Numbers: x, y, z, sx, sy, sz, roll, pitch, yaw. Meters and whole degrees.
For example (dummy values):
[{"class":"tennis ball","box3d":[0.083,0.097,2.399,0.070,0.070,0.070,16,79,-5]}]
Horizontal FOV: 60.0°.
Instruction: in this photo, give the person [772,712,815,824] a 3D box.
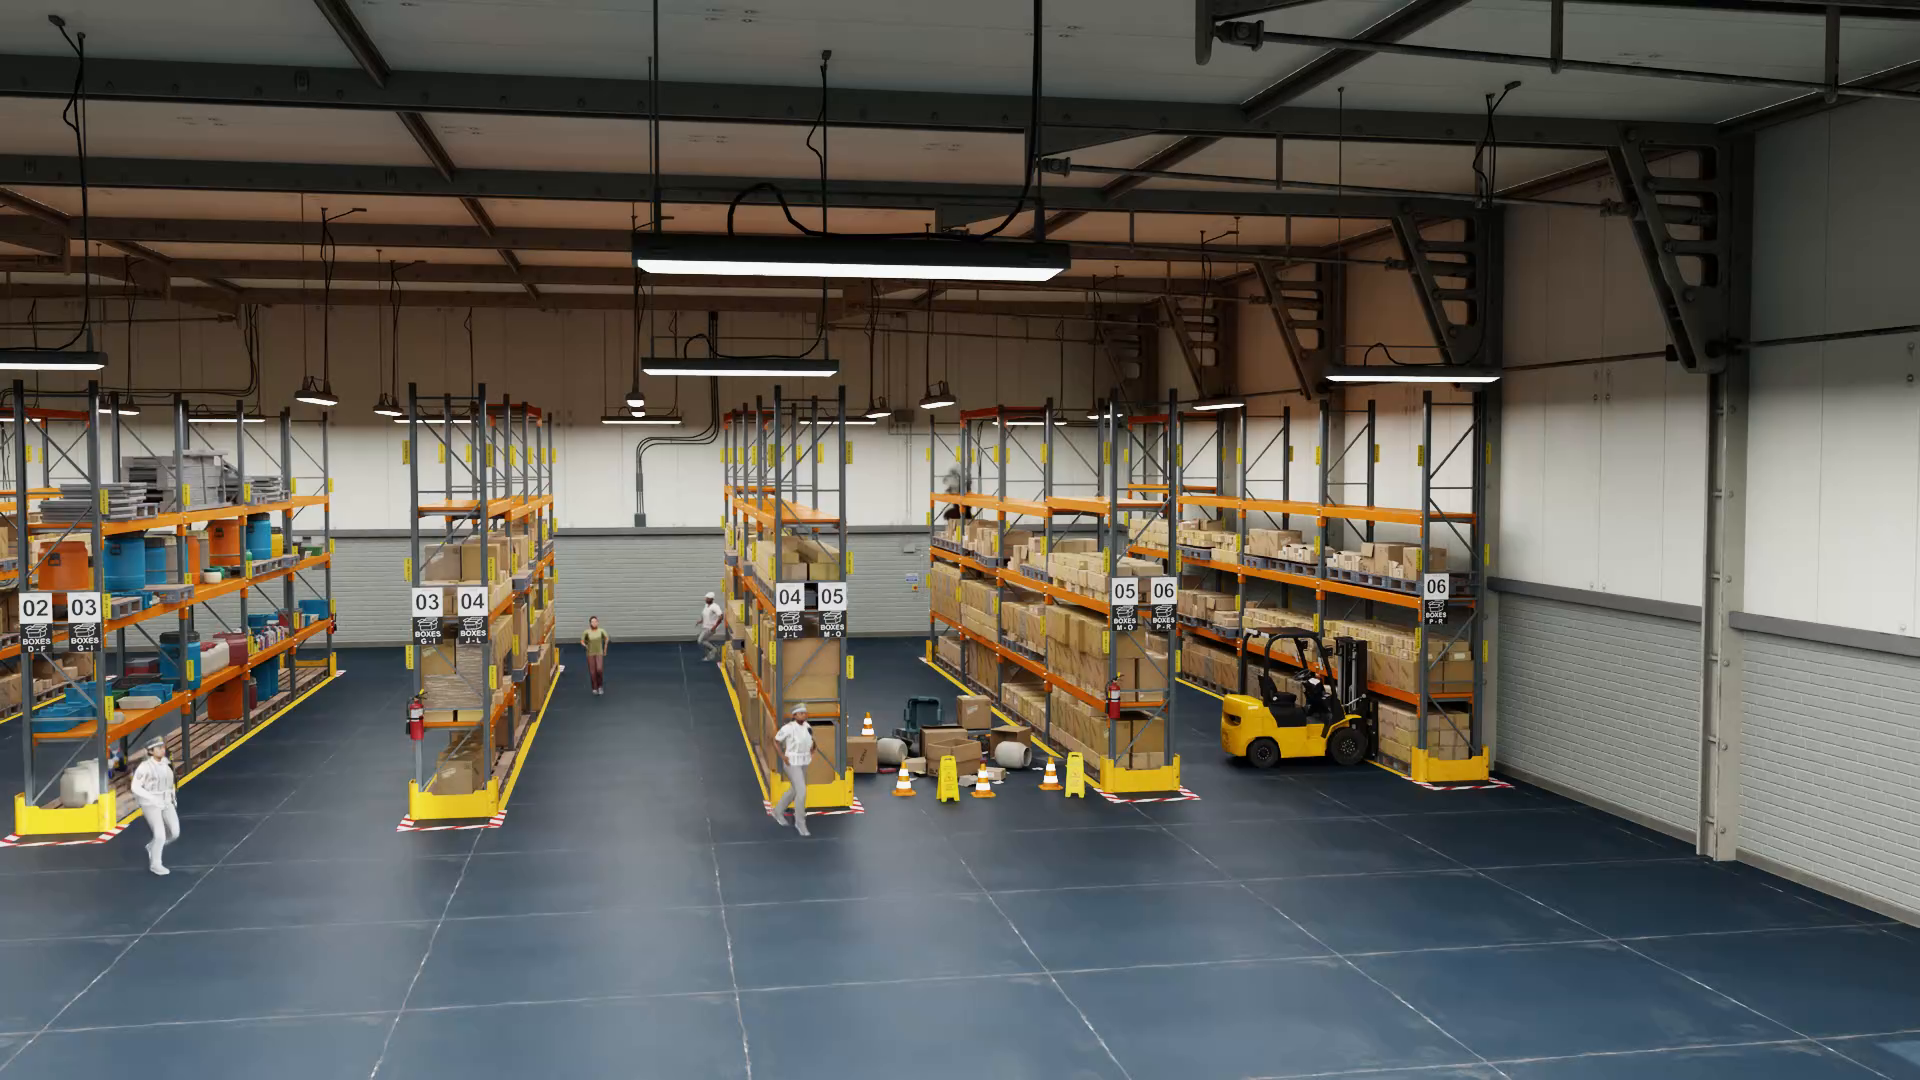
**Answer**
[{"class":"person","box3d":[-2.209,2.972,22.224,0.666,1.537,0.599,2,4,39]}]

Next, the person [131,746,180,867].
[{"class":"person","box3d":[-9.625,3.154,19.915,0.449,1.545,0.630,1,3,23]}]

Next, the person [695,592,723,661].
[{"class":"person","box3d":[-6.097,2.109,40.294,0.486,1.701,0.763,-2,3,-31]}]
